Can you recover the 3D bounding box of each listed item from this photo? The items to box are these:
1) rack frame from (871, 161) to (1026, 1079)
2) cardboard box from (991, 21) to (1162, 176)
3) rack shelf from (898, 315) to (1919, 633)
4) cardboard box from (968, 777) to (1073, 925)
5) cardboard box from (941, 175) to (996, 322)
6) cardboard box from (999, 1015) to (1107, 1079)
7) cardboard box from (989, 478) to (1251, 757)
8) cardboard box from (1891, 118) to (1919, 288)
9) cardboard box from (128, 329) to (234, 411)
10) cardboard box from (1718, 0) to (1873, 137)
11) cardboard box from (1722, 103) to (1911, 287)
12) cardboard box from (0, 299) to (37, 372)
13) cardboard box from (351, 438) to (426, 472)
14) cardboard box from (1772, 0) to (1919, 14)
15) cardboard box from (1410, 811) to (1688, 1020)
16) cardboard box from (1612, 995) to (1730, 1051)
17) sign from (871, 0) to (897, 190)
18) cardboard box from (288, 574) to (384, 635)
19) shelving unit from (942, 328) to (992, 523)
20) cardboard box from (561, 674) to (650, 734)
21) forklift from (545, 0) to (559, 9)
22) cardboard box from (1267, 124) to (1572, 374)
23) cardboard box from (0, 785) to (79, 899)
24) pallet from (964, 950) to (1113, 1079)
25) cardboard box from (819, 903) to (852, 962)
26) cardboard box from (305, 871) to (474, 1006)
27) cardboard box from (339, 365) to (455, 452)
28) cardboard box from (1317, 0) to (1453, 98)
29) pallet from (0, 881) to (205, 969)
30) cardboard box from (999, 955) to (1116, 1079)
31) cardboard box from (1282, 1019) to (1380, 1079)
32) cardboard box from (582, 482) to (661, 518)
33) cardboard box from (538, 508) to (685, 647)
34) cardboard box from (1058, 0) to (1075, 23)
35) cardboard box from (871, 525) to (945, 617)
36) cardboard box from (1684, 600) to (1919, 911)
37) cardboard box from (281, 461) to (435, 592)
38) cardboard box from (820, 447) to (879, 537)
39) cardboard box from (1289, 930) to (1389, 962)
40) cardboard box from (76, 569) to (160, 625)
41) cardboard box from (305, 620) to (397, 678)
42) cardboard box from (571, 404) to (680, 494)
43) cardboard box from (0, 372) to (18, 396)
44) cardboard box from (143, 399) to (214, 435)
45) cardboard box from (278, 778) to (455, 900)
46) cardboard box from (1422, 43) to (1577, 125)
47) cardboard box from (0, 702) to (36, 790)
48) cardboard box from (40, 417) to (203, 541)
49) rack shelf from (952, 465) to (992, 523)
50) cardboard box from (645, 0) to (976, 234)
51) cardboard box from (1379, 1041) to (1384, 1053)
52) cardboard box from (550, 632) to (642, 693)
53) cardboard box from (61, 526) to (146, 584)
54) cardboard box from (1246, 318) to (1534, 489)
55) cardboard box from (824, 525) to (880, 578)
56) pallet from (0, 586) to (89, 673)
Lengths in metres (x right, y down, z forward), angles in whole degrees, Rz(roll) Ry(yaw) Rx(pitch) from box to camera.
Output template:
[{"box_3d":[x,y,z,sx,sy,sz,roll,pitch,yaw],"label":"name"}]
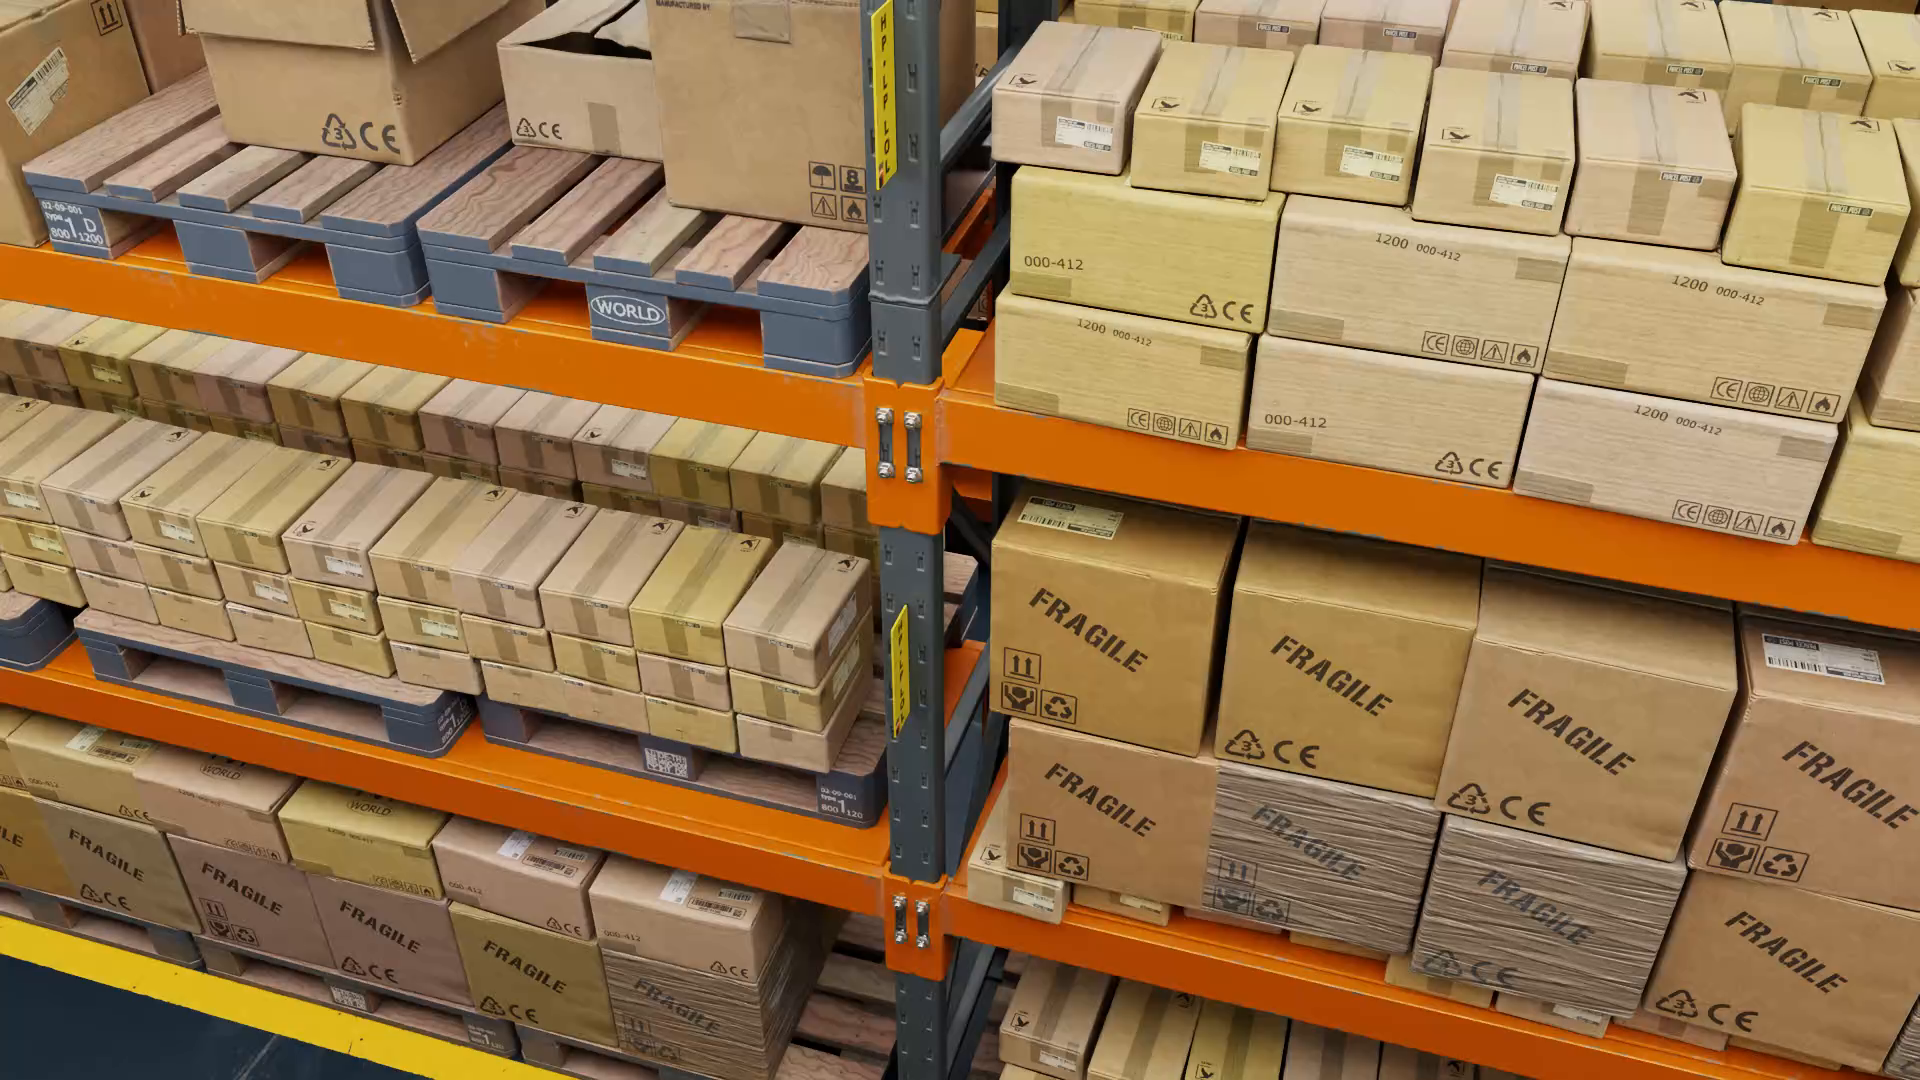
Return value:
[{"box_3d":[0.026,0.456,4.599,0.127,3.000,1.000,10,38,14],"label":"rack frame"},{"box_3d":[0.231,-0.865,3.232,0.250,0.149,0.380,10,37,13],"label":"cardboard box"},{"box_3d":[1.935,-0.108,3.443,4.000,0.370,1.077,10,38,14],"label":"rack shelf"},{"box_3d":[0.198,0.793,4.354,0.250,0.149,0.380,12,38,16],"label":"cardboard box"},{"box_3d":[0.131,-1.905,9.246,0.875,0.875,1.225,9,37,12],"label":"cardboard box"},{"box_3d":[0.276,1.561,4.899,0.250,0.149,0.380,12,38,16],"label":"cardboard box"},{"box_3d":[0.384,0.111,3.889,0.500,0.500,0.500,11,38,15],"label":"cardboard box"},{"box_3d":[1.725,-0.566,2.827,0.250,0.149,0.380,9,37,13],"label":"cardboard box"},{"box_3d":[-2.443,-0.594,5.382,0.250,0.149,0.380,12,38,15],"label":"cardboard box"},{"box_3d":[1.648,-0.938,3.333,0.250,0.149,0.380,10,38,14],"label":"cardboard box"},{"box_3d":[1.471,-0.605,2.880,0.250,0.149,0.380,12,38,16],"label":"cardboard box"},{"box_3d":[-3.188,-0.731,5.568,0.250,0.149,0.380,9,37,12],"label":"cardboard box"},{"box_3d":[-1.707,-0.336,5.283,0.250,0.149,0.380,10,37,13],"label":"cardboard box"},{"box_3d":[4.068,-2.401,7.724,0.500,0.500,0.500,10,37,13],"label":"cardboard box"},{"box_3d":[1.368,0.719,3.907,0.500,0.500,0.500,10,37,13],"label":"cardboard box"},{"box_3d":[1.740,1.019,4.047,0.250,0.149,0.380,12,38,16],"label":"cardboard box"},{"box_3d":[-0.137,-0.804,3.013,0.005,0.325,0.100,10,38,14],"label":"sign"},{"box_3d":[-1.672,0.079,4.719,0.250,0.149,0.380,11,38,14],"label":"cardboard box"},{"box_3d":[0.006,-0.452,7.415,1.048,1.125,0.538,10,38,14],"label":"shelving unit"},{"box_3d":[-0.898,0.340,4.616,0.250,0.149,0.380,10,38,14],"label":"cardboard box"},{"box_3d":[-2.360,-1.447,7.243,3.031,2.935,1.130,8,37,10],"label":"forklift"},{"box_3d":[0.888,-0.581,3.183,0.500,0.250,0.500,10,38,14],"label":"cardboard box"},{"box_3d":[-3.193,0.856,5.810,0.500,0.500,0.500,9,37,12],"label":"cardboard box"},{"box_3d":[0.677,1.678,5.292,1.213,0.211,1.003,10,38,14],"label":"pallet"},{"box_3d":[-0.601,1.013,5.597,0.500,0.500,0.500,12,38,16],"label":"cardboard box"},{"box_3d":[-1.734,1.122,5.450,0.500,0.500,0.500,10,37,13],"label":"cardboard box"},{"box_3d":[-1.706,-0.455,5.193,0.250,0.149,0.380,12,38,15],"label":"cardboard box"},{"box_3d":[0.907,-1.092,3.541,0.250,0.149,0.380,10,38,14],"label":"cardboard box"},{"box_3d":[-3.047,1.011,6.198,1.213,0.211,1.003,10,38,14],"label":"pallet"},{"box_3d":[0.293,1.374,4.902,0.250,0.149,0.380,12,38,16],"label":"cardboard box"},{"box_3d":[1.050,1.506,4.722,0.250,0.149,0.380,10,37,13],"label":"cardboard box"},{"box_3d":[-0.956,-0.197,5.094,0.250,0.149,0.380,9,37,12],"label":"cardboard box"},{"box_3d":[-0.919,0.095,4.447,0.250,0.149,0.380,9,37,12],"label":"cardboard box"},{"box_3d":[0.603,-2.392,8.385,0.500,0.500,0.500,12,38,15],"label":"cardboard box"},{"box_3d":[-0.213,0.059,4.998,0.250,0.149,0.380,9,37,12],"label":"cardboard box"},{"box_3d":[1.844,0.392,3.507,0.500,0.500,0.500,9,37,12],"label":"cardboard box"},{"box_3d":[-1.660,-0.042,4.633,0.250,0.149,0.380,9,37,12],"label":"cardboard box"},{"box_3d":[-0.213,-0.181,4.821,0.250,0.149,0.380,12,38,16],"label":"cardboard box"},{"box_3d":[0.995,0.865,4.256,0.250,0.149,0.380,9,37,12],"label":"cardboard box"},{"box_3d":[-2.399,0.062,4.993,0.250,0.149,0.380,12,38,15],"label":"cardboard box"},{"box_3d":[-1.657,0.202,4.803,0.250,0.149,0.380,12,38,16],"label":"cardboard box"},{"box_3d":[-0.963,-0.319,5.009,0.250,0.149,0.380,10,38,13],"label":"cardboard box"},{"box_3d":[-3.185,-0.609,5.653,0.250,0.149,0.380,11,38,15],"label":"cardboard box"},{"box_3d":[-2.439,-0.473,5.469,0.250,0.149,0.380,11,38,14],"label":"cardboard box"},{"box_3d":[-1.756,0.820,5.228,0.500,0.250,0.500,9,37,12],"label":"cardboard box"},{"box_3d":[1.035,-0.856,3.557,0.500,0.250,0.500,9,37,12],"label":"cardboard box"},{"box_3d":[-3.206,0.544,5.602,0.500,0.250,0.500,9,37,12],"label":"cardboard box"},{"box_3d":[-2.408,-0.181,4.821,0.250,0.149,0.380,12,38,16],"label":"cardboard box"},{"box_3d":[0.006,-0.255,7.560,1.000,0.278,0.538,10,38,14],"label":"rack shelf"},{"box_3d":[-0.303,-1.090,3.732,0.500,0.500,0.700,11,38,14],"label":"cardboard box"},{"box_3d":[1.403,1.403,5.112,0.250,0.149,0.380,11,38,15],"label":"cardboard box"},{"box_3d":[-0.901,0.219,4.529,0.250,0.149,0.380,12,38,16],"label":"cardboard box"},{"box_3d":[-2.397,-0.058,4.905,0.250,0.149,0.380,11,38,14],"label":"cardboard box"},{"box_3d":[0.870,-0.377,3.327,0.500,0.250,0.500,10,38,13],"label":"cardboard box"},{"box_3d":[-0.213,-0.061,4.909,0.250,0.149,0.380,11,38,15],"label":"cardboard box"},{"box_3d":[-3.080,-0.108,5.528,1.003,0.211,1.213,10,38,14],"label":"pallet"}]
